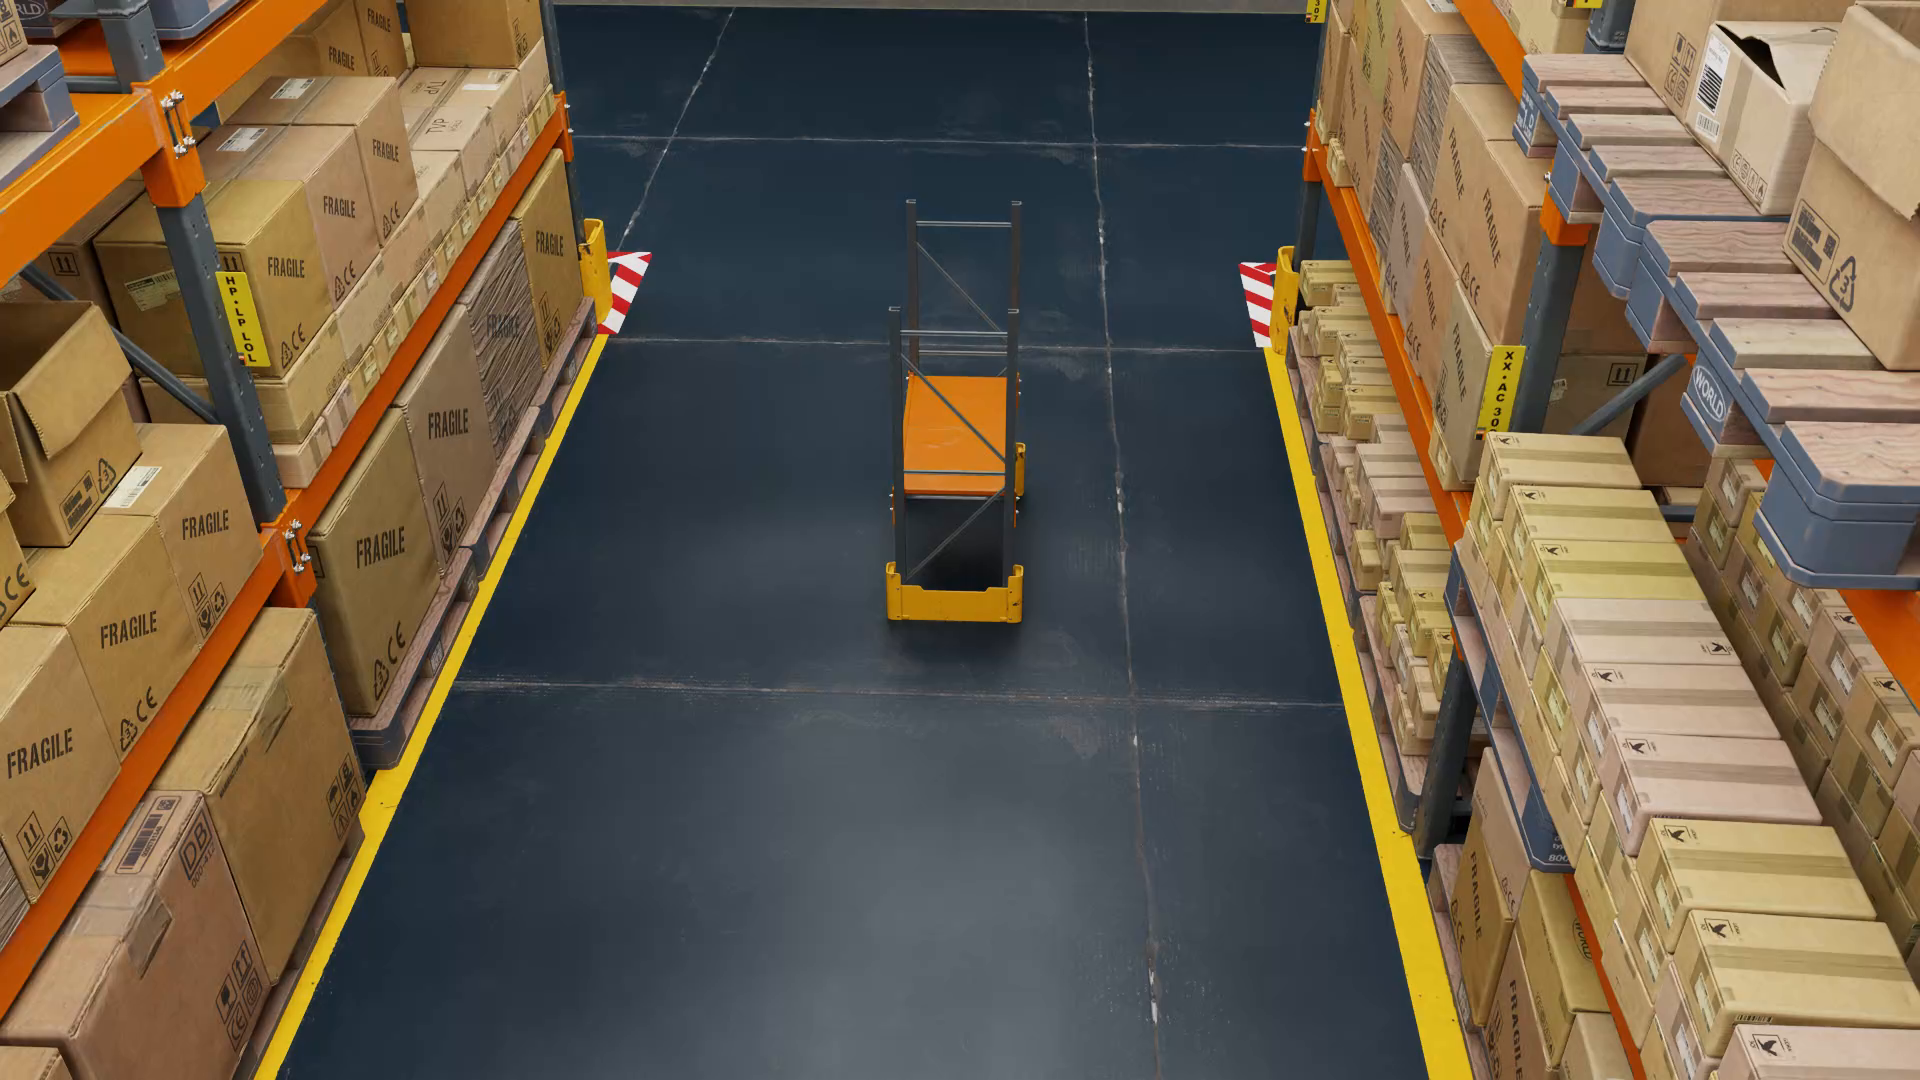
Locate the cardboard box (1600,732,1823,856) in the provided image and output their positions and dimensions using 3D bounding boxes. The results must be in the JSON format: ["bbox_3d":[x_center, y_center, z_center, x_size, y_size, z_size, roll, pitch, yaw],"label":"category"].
[{"bbox_3d":[1.648,0.568,3.669,0.380,0.149,0.250,3,35,4],"label":"cardboard box"}]

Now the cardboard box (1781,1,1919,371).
[{"bbox_3d":[1.981,-0.635,2.981,0.797,0.503,0.637,1,35,1],"label":"cardboard box"}]

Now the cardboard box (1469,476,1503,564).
[{"bbox_3d":[1.699,-0.053,4.811,0.380,0.149,0.250,2,35,3],"label":"cardboard box"}]

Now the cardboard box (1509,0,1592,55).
[{"bbox_3d":[1.924,-1.532,4.843,0.500,0.250,0.500,2,35,3],"label":"cardboard box"}]

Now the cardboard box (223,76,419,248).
[{"bbox_3d":[-2.459,-1.469,6.451,0.500,0.500,0.500,0,35,0],"label":"cardboard box"}]

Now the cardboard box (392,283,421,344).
[{"bbox_3d":[-2.394,-0.911,6.655,0.380,0.149,0.250,1,35,1],"label":"cardboard box"}]

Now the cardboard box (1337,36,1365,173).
[{"bbox_3d":[2.045,-1.979,7.612,0.500,0.500,0.500,1,35,2],"label":"cardboard box"}]

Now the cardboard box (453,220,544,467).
[{"bbox_3d":[-2.599,-0.959,7.988,0.875,0.875,0.875,1,35,2],"label":"cardboard box"}]

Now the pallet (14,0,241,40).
[{"bbox_3d":[-2.734,-1.911,5.330,1.003,0.211,1.213,1,35,2],"label":"pallet"}]

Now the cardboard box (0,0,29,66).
[{"bbox_3d":[-2.791,-1.357,4.012,0.700,0.500,0.500,2,35,3],"label":"cardboard box"}]

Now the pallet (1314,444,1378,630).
[{"bbox_3d":[2.212,-0.027,7.604,1.003,0.211,1.213,1,35,2],"label":"pallet"}]

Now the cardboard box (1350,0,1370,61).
[{"bbox_3d":[2.038,-2.406,7.350,0.500,0.500,0.500,2,35,3],"label":"cardboard box"}]

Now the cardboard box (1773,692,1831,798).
[{"bbox_3d":[2.324,0.522,4.252,0.380,0.149,0.250,0,35,-1],"label":"cardboard box"}]

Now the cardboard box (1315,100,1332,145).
[{"bbox_3d":[1.994,-2.095,8.341,0.380,0.149,0.250,1,35,2],"label":"cardboard box"}]

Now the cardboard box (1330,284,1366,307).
[{"bbox_3d":[2.083,-1.171,8.404,0.380,0.149,0.250,2,35,3],"label":"cardboard box"}]

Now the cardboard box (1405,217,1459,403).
[{"bbox_3d":[1.933,-0.823,5.967,0.500,0.500,0.500,0,35,1],"label":"cardboard box"}]

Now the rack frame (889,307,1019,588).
[{"bbox_3d":[-0.024,-0.273,6.833,0.500,1.500,0.032,1,35,2],"label":"rack frame"}]

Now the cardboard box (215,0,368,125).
[{"bbox_3d":[-2.941,-2.061,7.294,0.500,0.500,0.500,0,35,1],"label":"cardboard box"}]

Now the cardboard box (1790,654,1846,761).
[{"bbox_3d":[2.327,0.415,4.145,0.380,0.149,0.250,0,35,0],"label":"cardboard box"}]

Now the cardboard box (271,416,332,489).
[{"bbox_3d":[-2.433,-0.310,5.801,0.380,0.149,0.250,1,35,2],"label":"cardboard box"}]

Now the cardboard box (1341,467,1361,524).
[{"bbox_3d":[1.945,-0.199,7.539,0.380,0.149,0.250,1,35,2],"label":"cardboard box"}]

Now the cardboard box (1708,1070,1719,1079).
[{"bbox_3d":[1.618,1.144,3.109,0.380,0.149,0.250,1,35,2],"label":"cardboard box"}]

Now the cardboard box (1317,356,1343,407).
[{"bbox_3d":[1.950,-0.765,8.085,0.380,0.149,0.250,2,35,3],"label":"cardboard box"}]

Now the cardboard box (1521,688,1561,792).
[{"bbox_3d":[1.668,0.516,4.261,0.380,0.149,0.250,2,35,2],"label":"cardboard box"}]

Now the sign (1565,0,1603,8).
[{"bbox_3d":[1.632,-1.525,4.253,0.100,0.325,0.005,1,35,2],"label":"sign"}]

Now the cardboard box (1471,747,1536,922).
[{"bbox_3d":[1.881,0.884,5.039,0.500,0.250,0.500,0,35,0],"label":"cardboard box"}]

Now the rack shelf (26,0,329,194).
[{"bbox_3d":[-2.697,-2.333,6.477,1.077,0.370,4.000,1,35,2],"label":"rack shelf"}]

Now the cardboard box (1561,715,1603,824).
[{"bbox_3d":[1.662,0.549,3.955,0.380,0.149,0.250,3,35,4],"label":"cardboard box"}]

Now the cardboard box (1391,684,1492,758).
[{"bbox_3d":[1.850,0.683,6.283,0.380,0.149,0.250,2,35,2],"label":"cardboard box"}]

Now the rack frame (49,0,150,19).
[{"bbox_3d":[-2.778,-2.705,3.773,1.000,3.000,0.127,1,35,2],"label":"rack frame"}]

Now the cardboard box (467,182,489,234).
[{"bbox_3d":[-2.352,-1.498,7.491,0.380,0.149,0.250,1,35,2],"label":"cardboard box"}]

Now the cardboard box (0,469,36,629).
[{"bbox_3d":[-2.834,0.059,4.098,0.797,0.503,0.637,2,35,2],"label":"cardboard box"}]

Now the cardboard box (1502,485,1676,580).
[{"bbox_3d":[1.694,-0.014,4.498,0.380,0.149,0.250,2,35,3],"label":"cardboard box"}]

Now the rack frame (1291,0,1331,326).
[{"bbox_3d":[2.335,-2.376,8.522,1.000,3.000,0.127,1,35,2],"label":"rack frame"}]

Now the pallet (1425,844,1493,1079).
[{"bbox_3d":[2.144,1.510,5.418,1.003,0.211,1.213,1,35,2],"label":"pallet"}]

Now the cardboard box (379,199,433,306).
[{"bbox_3d":[-2.457,-1.158,6.661,0.500,0.250,0.500,2,35,3],"label":"cardboard box"}]

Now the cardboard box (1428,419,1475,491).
[{"bbox_3d":[1.853,-0.295,5.780,0.380,0.149,0.250,0,35,1],"label":"cardboard box"}]

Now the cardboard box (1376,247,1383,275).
[{"bbox_3d":[1.983,-1.197,7.064,0.380,0.149,0.250,3,35,4],"label":"cardboard box"}]

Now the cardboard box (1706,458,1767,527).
[{"bbox_3d":[2.353,-0.155,4.698,0.380,0.149,0.250,3,35,4],"label":"cardboard box"}]

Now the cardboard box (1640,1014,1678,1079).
[{"bbox_3d":[1.631,1.120,3.401,0.380,0.149,0.250,2,35,3],"label":"cardboard box"}]

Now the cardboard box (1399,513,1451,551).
[{"bbox_3d":[1.990,0.024,6.703,0.380,0.149,0.250,2,35,3],"label":"cardboard box"}]

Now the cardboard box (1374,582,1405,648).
[{"bbox_3d":[1.861,0.296,6.575,0.380,0.149,0.250,0,35,0],"label":"cardboard box"}]

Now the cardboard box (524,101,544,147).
[{"bbox_3d":[-2.311,-2.084,8.326,0.380,0.149,0.250,2,35,2],"label":"cardboard box"}]

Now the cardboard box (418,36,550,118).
[{"bbox_3d":[-2.371,-2.325,8.321,0.500,0.250,0.500,1,35,1],"label":"cardboard box"}]

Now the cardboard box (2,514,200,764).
[{"bbox_3d":[-2.550,0.268,4.674,0.500,0.500,0.500,2,35,3],"label":"cardboard box"}]

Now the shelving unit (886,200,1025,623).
[{"bbox_3d":[-0.003,-0.570,7.256,0.587,1.500,1.083,1,35,2],"label":"shelving unit"}]

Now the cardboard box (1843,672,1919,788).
[{"bbox_3d":[2.307,0.439,3.852,0.380,0.149,0.250,0,35,0],"label":"cardboard box"}]

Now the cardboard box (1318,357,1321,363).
[{"bbox_3d":[2.065,-0.936,8.587,0.380,0.149,0.250,1,35,2],"label":"cardboard box"}]

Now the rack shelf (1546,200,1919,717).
[{"bbox_3d":[2.094,0.138,2.962,1.077,0.370,4.000,1,35,2],"label":"rack shelf"}]

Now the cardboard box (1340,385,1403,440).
[{"bbox_3d":[1.941,-0.575,7.557,0.380,0.149,0.250,2,35,3],"label":"cardboard box"}]

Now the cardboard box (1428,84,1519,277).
[{"bbox_3d":[1.938,-1.223,5.667,0.500,0.500,0.500,0,35,0],"label":"cardboard box"}]
